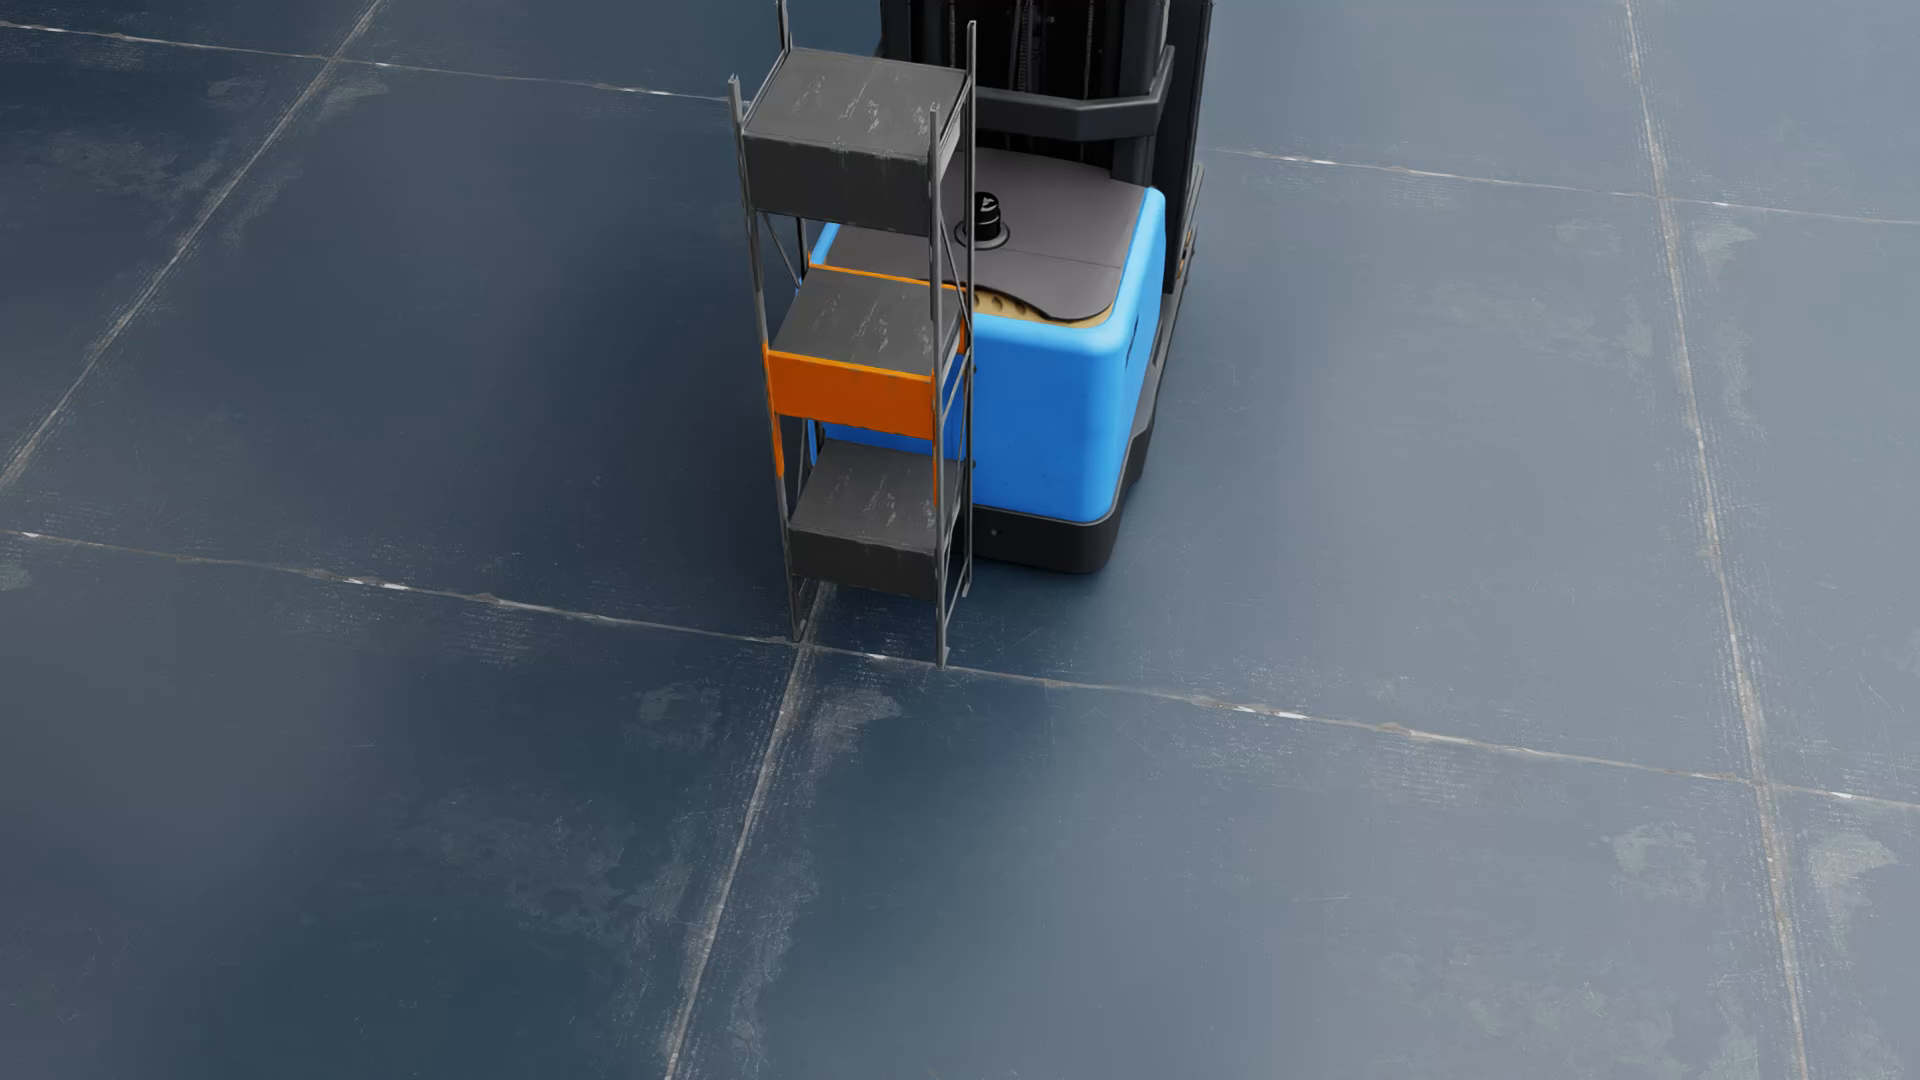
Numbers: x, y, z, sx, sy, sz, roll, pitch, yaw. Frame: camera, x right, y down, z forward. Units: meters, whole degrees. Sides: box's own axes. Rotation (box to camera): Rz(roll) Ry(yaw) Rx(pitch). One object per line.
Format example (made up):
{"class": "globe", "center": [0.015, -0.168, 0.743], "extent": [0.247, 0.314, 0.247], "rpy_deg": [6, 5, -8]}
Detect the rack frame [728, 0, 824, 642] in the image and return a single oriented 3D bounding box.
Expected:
{"class": "rack frame", "center": [-0.489, -0.512, 4.798], "extent": [0.015, 2.100, 0.400], "rpy_deg": [10, 49, 9]}

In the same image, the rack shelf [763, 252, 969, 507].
{"class": "rack shelf", "center": [-0.252, -0.460, 4.770], "extent": [0.480, 0.518, 0.431], "rpy_deg": [10, 49, 9]}

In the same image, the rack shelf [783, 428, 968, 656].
{"class": "rack shelf", "center": [-0.252, 0.008, 5.291], "extent": [0.480, 0.518, 0.431], "rpy_deg": [10, 49, 9]}

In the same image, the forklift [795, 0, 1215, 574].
{"class": "forklift", "center": [0.333, -1.989, 5.567], "extent": [1.130, 2.935, 3.031], "rpy_deg": [10, 49, 9]}

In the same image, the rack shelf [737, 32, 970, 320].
{"class": "rack shelf", "center": [-0.252, -0.927, 4.249], "extent": [0.480, 0.518, 0.431], "rpy_deg": [10, 49, 9]}

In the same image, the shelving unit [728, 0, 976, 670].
{"class": "shelving unit", "center": [-0.252, -0.469, 4.760], "extent": [0.503, 2.100, 0.431], "rpy_deg": [10, 49, 9]}

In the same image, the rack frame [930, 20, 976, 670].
{"class": "rack frame", "center": [-0.015, -0.426, 4.721], "extent": [0.015, 2.100, 0.400], "rpy_deg": [10, 49, 9]}
